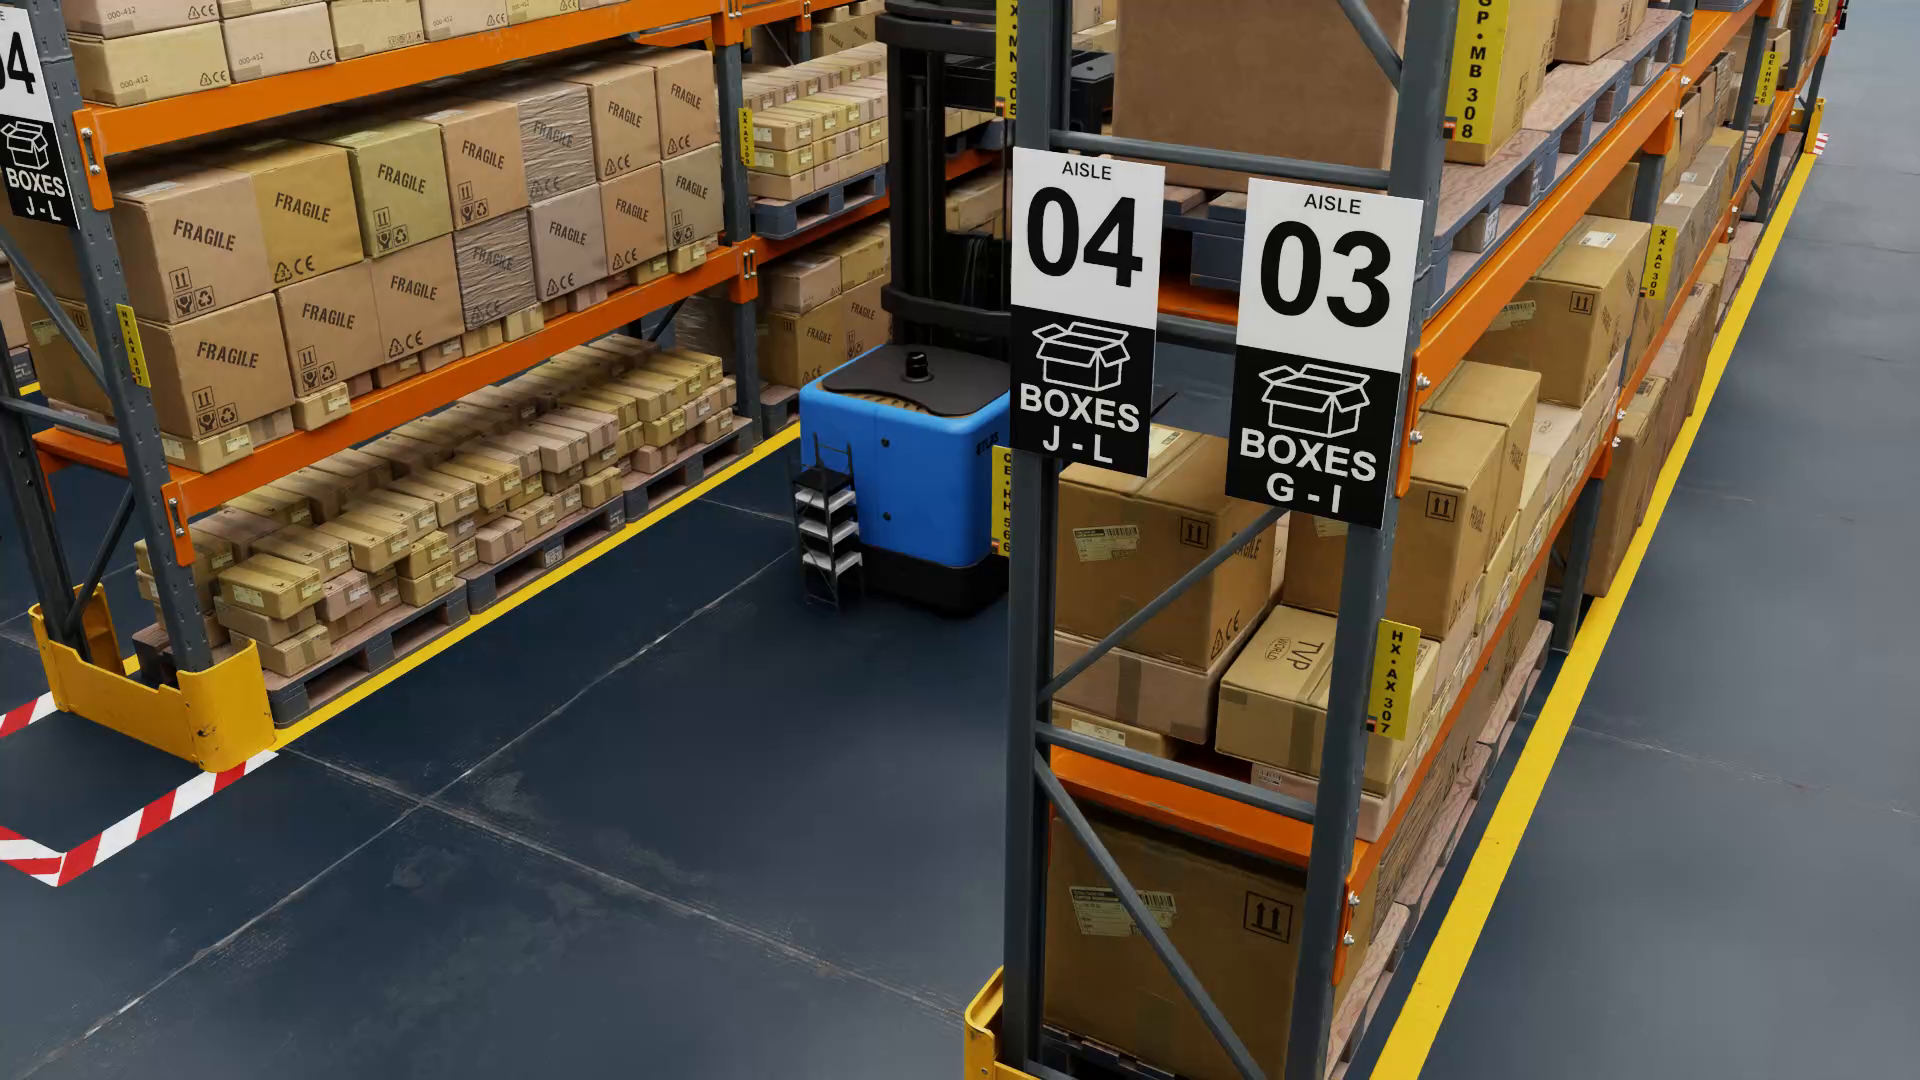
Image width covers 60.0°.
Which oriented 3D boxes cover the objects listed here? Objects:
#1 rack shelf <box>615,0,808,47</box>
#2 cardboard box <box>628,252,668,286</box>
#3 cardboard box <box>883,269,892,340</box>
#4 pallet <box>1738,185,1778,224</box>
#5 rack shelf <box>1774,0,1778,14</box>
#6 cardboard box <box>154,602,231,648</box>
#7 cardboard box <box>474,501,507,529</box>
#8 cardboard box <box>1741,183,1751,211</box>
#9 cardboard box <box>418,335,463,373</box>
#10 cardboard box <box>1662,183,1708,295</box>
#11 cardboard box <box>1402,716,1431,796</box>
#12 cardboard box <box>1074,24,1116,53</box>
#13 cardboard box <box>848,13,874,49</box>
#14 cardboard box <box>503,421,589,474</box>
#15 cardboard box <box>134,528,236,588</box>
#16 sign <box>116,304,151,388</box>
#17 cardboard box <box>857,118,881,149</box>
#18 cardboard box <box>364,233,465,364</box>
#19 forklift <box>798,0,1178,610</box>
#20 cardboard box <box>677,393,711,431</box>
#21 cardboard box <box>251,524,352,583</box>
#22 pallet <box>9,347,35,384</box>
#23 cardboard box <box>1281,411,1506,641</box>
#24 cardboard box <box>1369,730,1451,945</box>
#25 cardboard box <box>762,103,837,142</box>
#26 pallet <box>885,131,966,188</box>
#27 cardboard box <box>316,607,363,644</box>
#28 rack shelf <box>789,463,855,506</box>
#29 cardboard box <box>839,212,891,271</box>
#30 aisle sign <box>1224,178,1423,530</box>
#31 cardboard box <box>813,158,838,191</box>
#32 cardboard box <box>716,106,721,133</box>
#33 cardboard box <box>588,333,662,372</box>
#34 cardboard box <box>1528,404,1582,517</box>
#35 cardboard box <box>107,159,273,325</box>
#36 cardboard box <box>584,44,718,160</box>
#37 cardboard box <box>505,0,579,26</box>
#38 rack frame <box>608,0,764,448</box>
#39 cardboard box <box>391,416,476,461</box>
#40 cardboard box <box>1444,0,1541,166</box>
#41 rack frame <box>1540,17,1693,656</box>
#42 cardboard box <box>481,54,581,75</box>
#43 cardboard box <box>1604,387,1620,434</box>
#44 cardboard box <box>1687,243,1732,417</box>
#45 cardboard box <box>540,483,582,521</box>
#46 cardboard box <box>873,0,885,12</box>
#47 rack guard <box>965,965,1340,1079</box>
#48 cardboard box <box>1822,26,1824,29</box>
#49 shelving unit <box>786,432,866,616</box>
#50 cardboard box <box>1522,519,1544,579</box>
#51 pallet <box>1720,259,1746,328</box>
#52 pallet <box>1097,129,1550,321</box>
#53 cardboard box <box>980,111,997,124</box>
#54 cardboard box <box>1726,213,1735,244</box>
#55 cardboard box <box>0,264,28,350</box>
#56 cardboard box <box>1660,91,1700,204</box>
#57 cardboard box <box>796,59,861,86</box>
[{"bbox_3d":[-3.111,-5.109,16.909,1.077,0.370,4.000,14,30,26],"label":"rack shelf"},{"bbox_3d":[-1.856,-1.551,9.278,0.380,0.149,0.250,15,30,28],"label":"cardboard box"},{"bbox_3d":[-0.604,-1.755,11.728,0.500,0.500,0.500,15,30,27],"label":"cardboard box"},{"bbox_3d":[6.800,-3.050,15.108,1.003,0.211,1.213,14,30,26],"label":"pallet"},{"bbox_3d":[5.517,-4.268,11.878,1.077,0.370,4.000,14,30,26],"label":"rack shelf"},{"bbox_3d":[-3.594,0.353,7.909,0.380,0.149,0.250,15,30,27],"label":"cardboard box"},{"bbox_3d":[-2.597,-0.201,8.683,0.380,0.149,0.250,16,31,29],"label":"cardboard box"},{"bbox_3d":[6.732,-3.245,14.705,0.500,0.500,0.500,13,29,25],"label":"cardboard box"},{"bbox_3d":[-2.650,-0.947,8.072,0.380,0.149,0.250,14,30,25],"label":"cardboard box"},{"bbox_3d":[3.752,-1.673,9.128,0.500,0.500,0.500,15,30,27],"label":"cardboard box"},{"bbox_3d":[1.184,0.595,4.991,0.380,0.149,0.250,14,30,25],"label":"cardboard box"},{"bbox_3d":[0.968,-3.959,13.697,0.500,0.500,0.500,14,30,26],"label":"cardboard box"},{"bbox_3d":[-1.349,-5.885,19.421,0.500,0.500,0.500,16,31,28],"label":"cardboard box"},{"bbox_3d":[-2.230,-0.500,8.949,0.380,0.149,0.250,13,29,24],"label":"cardboard box"},{"bbox_3d":[-3.632,0.076,7.798,0.380,0.149,0.250,15,30,27],"label":"cardboard box"},{"bbox_3d":[-3.199,-0.750,6.431,0.100,0.325,0.005,14,30,26],"label":"sign"},{"bbox_3d":[-0.730,-2.606,10.584,0.380,0.149,0.250,13,29,24],"label":"cardboard box"},{"bbox_3d":[-2.717,-1.177,7.806,0.500,0.500,0.500,15,30,27],"label":"cardboard box"},{"bbox_3d":[0.347,-1.577,9.125,1.130,2.935,3.031,15,30,27],"label":"forklift"},{"bbox_3d":[-1.704,-0.787,9.854,0.380,0.149,0.250,13,29,24],"label":"cardboard box"},{"bbox_3d":[-3.087,0.075,7.800,0.380,0.149,0.250,15,30,27],"label":"cardboard box"},{"bbox_3d":[-7.104,-1.089,11.189,1.003,0.211,1.213,14,30,26],"label":"pallet"},{"bbox_3d":[1.314,-0.075,5.046,0.500,0.500,0.500,13,30,25],"label":"cardboard box"},{"bbox_3d":[1.290,0.790,6.226,0.875,0.875,0.875,14,30,26],"label":"cardboard box"},{"bbox_3d":[-0.978,-2.545,10.131,0.380,0.149,0.250,15,30,27],"label":"cardboard box"},{"bbox_3d":[-0.674,-2.734,11.575,1.003,0.211,1.213,14,30,26],"label":"pallet"},{"bbox_3d":[-3.077,0.351,7.914,0.380,0.149,0.250,14,30,26],"label":"cardboard box"},{"bbox_3d":[-0.684,-0.278,8.255,0.258,0.077,0.200,19,37,33],"label":"rack shelf"},{"bbox_3d":[-0.596,-2.083,11.545,0.500,0.250,0.500,15,30,28],"label":"cardboard box"},{"bbox_3d":[0.823,-0.419,3.833,0.394,0.787,0.004,14,30,26],"label":"aisle sign"},{"bbox_3d":[-0.978,-2.279,10.262,0.380,0.149,0.250,15,30,27],"label":"cardboard box"},{"bbox_3d":[-1.676,-2.583,10.205,0.380,0.149,0.250,16,31,28],"label":"cardboard box"},{"bbox_3d":[-2.053,-1.132,10.211,0.380,0.149,0.250,16,31,28],"label":"cardboard box"},{"bbox_3d":[2.073,-0.345,6.423,0.500,0.250,0.500,15,30,27],"label":"cardboard box"},{"bbox_3d":[-3.219,-1.224,6.783,0.500,0.500,0.500,14,30,26],"label":"cardboard box"},{"bbox_3d":[-1.699,-2.424,9.180,0.500,0.500,0.500,13,29,24],"label":"cardboard box"},{"bbox_3d":[-2.215,-2.675,8.059,0.500,0.250,0.500,14,30,25],"label":"cardboard box"},{"bbox_3d":[-1.704,-2.042,9.977,1.000,3.000,0.127,14,30,26],"label":"rack frame"},{"bbox_3d":[-2.844,-0.529,9.006,0.380,0.149,0.250,14,30,26],"label":"cardboard box"},{"bbox_3d":[1.188,-1.377,4.606,0.700,0.500,0.500,13,29,24],"label":"cardboard box"},{"bbox_3d":[2.565,-0.910,7.717,1.000,3.000,0.127,14,30,26],"label":"rack frame"},{"bbox_3d":[-2.379,-2.339,9.010,0.500,0.500,0.500,13,29,25],"label":"cardboard box"},{"bbox_3d":[2.700,-0.607,7.392,0.380,0.149,0.250,14,30,26],"label":"cardboard box"},{"bbox_3d":[4.175,-1.442,10.685,1.225,0.875,0.875,13,29,24],"label":"cardboard box"},{"bbox_3d":[-2.296,-0.236,9.087,0.380,0.149,0.250,15,30,27],"label":"cardboard box"},{"bbox_3d":[-1.107,-6.306,19.536,0.380,0.149,0.250,16,31,29],"label":"cardboard box"},{"bbox_3d":[0.585,1.776,5.144,1.175,0.500,0.348,14,30,26],"label":"rack guard"},{"bbox_3d":[8.306,-5.112,16.391,0.380,0.149,0.250,14,30,26],"label":"cardboard box"},{"bbox_3d":[-0.671,-0.075,8.376,0.258,0.900,0.210,19,37,33],"label":"shelving unit"},{"bbox_3d":[1.942,-0.007,6.193,0.380,0.149,0.250,15,30,27],"label":"cardboard box"},{"bbox_3d":[5.520,-2.000,13.009,1.003,0.211,1.213,14,30,26],"label":"pallet"},{"bbox_3d":[0.953,-0.944,4.533,1.003,0.211,1.213,14,30,26],"label":"pallet"},{"bbox_3d":[0.046,-3.089,11.882,0.380,0.149,0.250,14,30,25],"label":"cardboard box"},{"bbox_3d":[5.929,-2.690,13.575,0.700,0.500,0.500,14,30,26],"label":"cardboard box"},{"bbox_3d":[-6.905,-1.564,11.417,0.875,0.438,0.875,13,29,25],"label":"cardboard box"},{"bbox_3d":[3.512,-2.165,8.991,0.797,0.503,0.637,15,30,28],"label":"cardboard box"},{"bbox_3d":[-0.903,-3.196,11.430,0.380,0.149,0.250,14,30,25],"label":"cardboard box"}]
